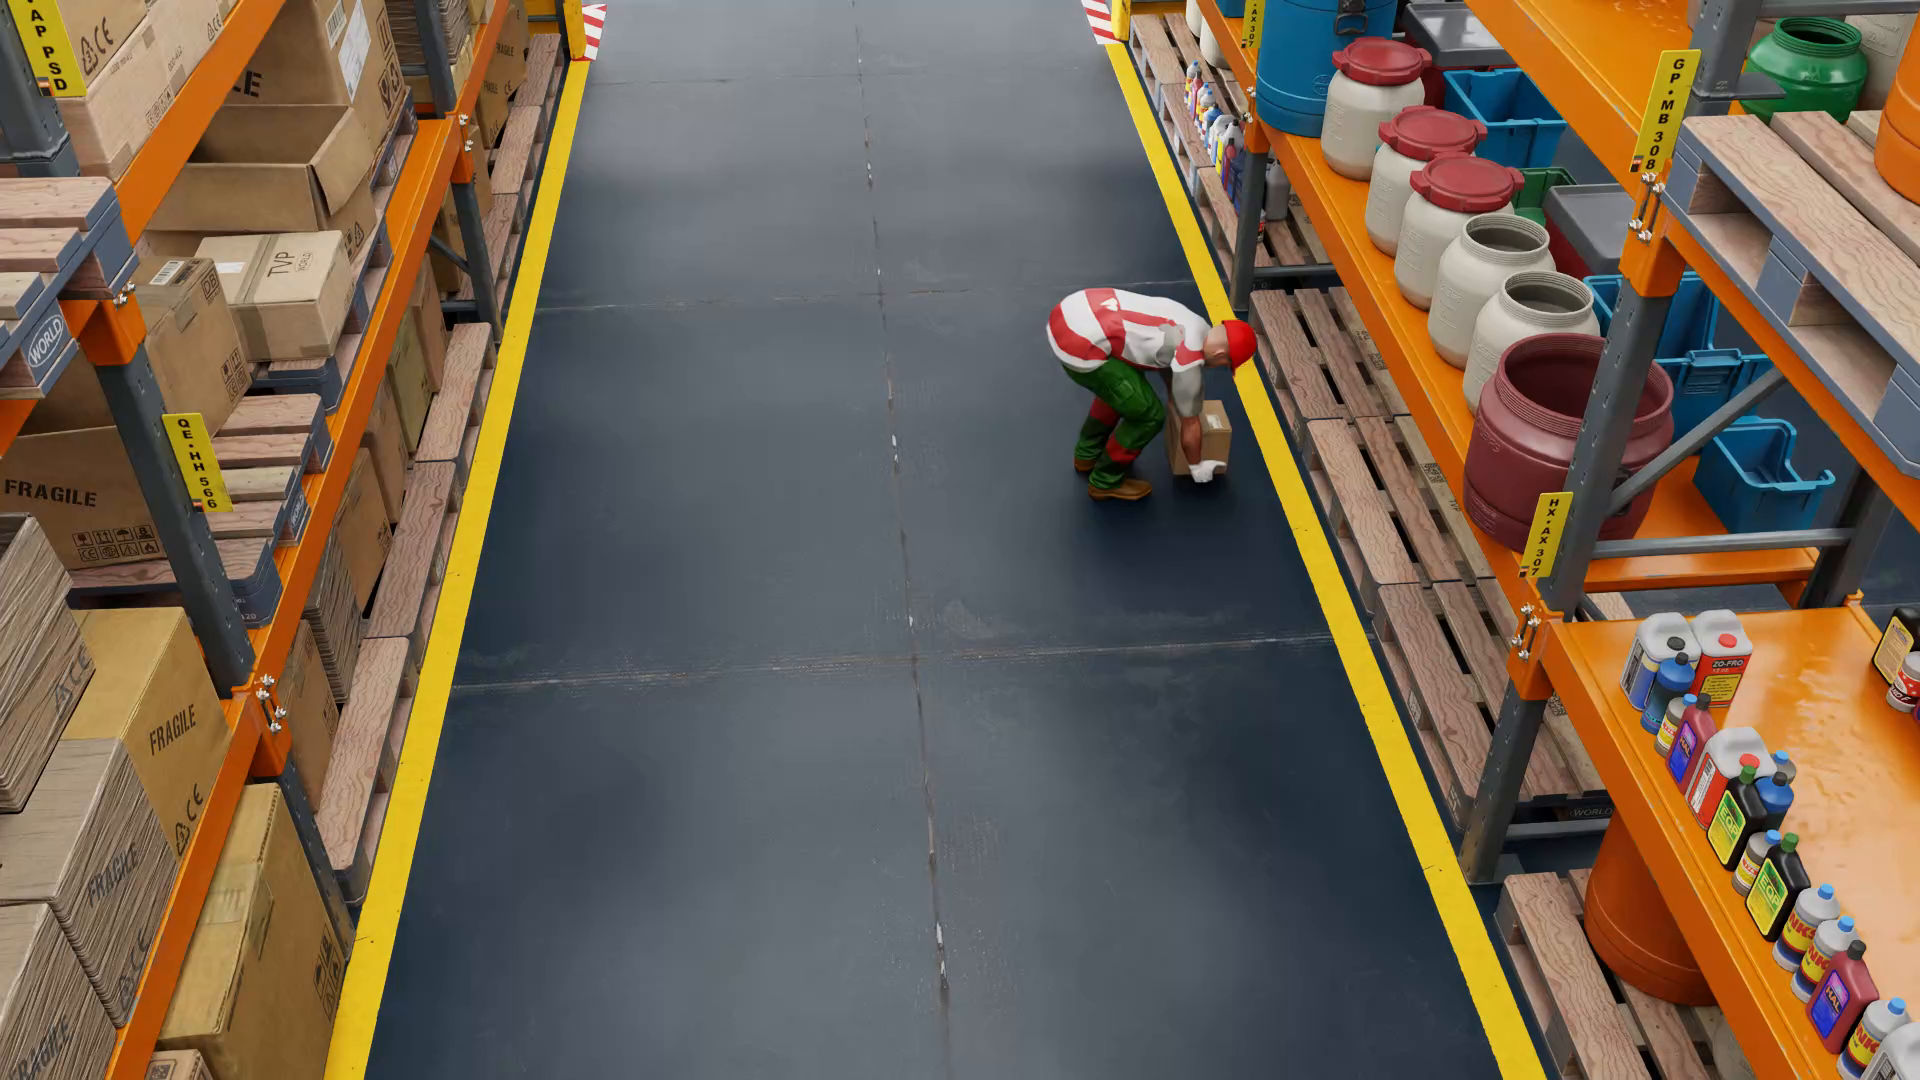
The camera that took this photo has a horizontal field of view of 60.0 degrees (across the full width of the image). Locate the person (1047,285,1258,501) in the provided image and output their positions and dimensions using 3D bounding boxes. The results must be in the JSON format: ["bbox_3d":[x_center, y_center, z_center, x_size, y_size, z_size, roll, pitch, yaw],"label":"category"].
[{"bbox_3d":[0.869,-0.698,7.611,0.955,1.024,0.520,-5,39,-6],"label":"person"}]
